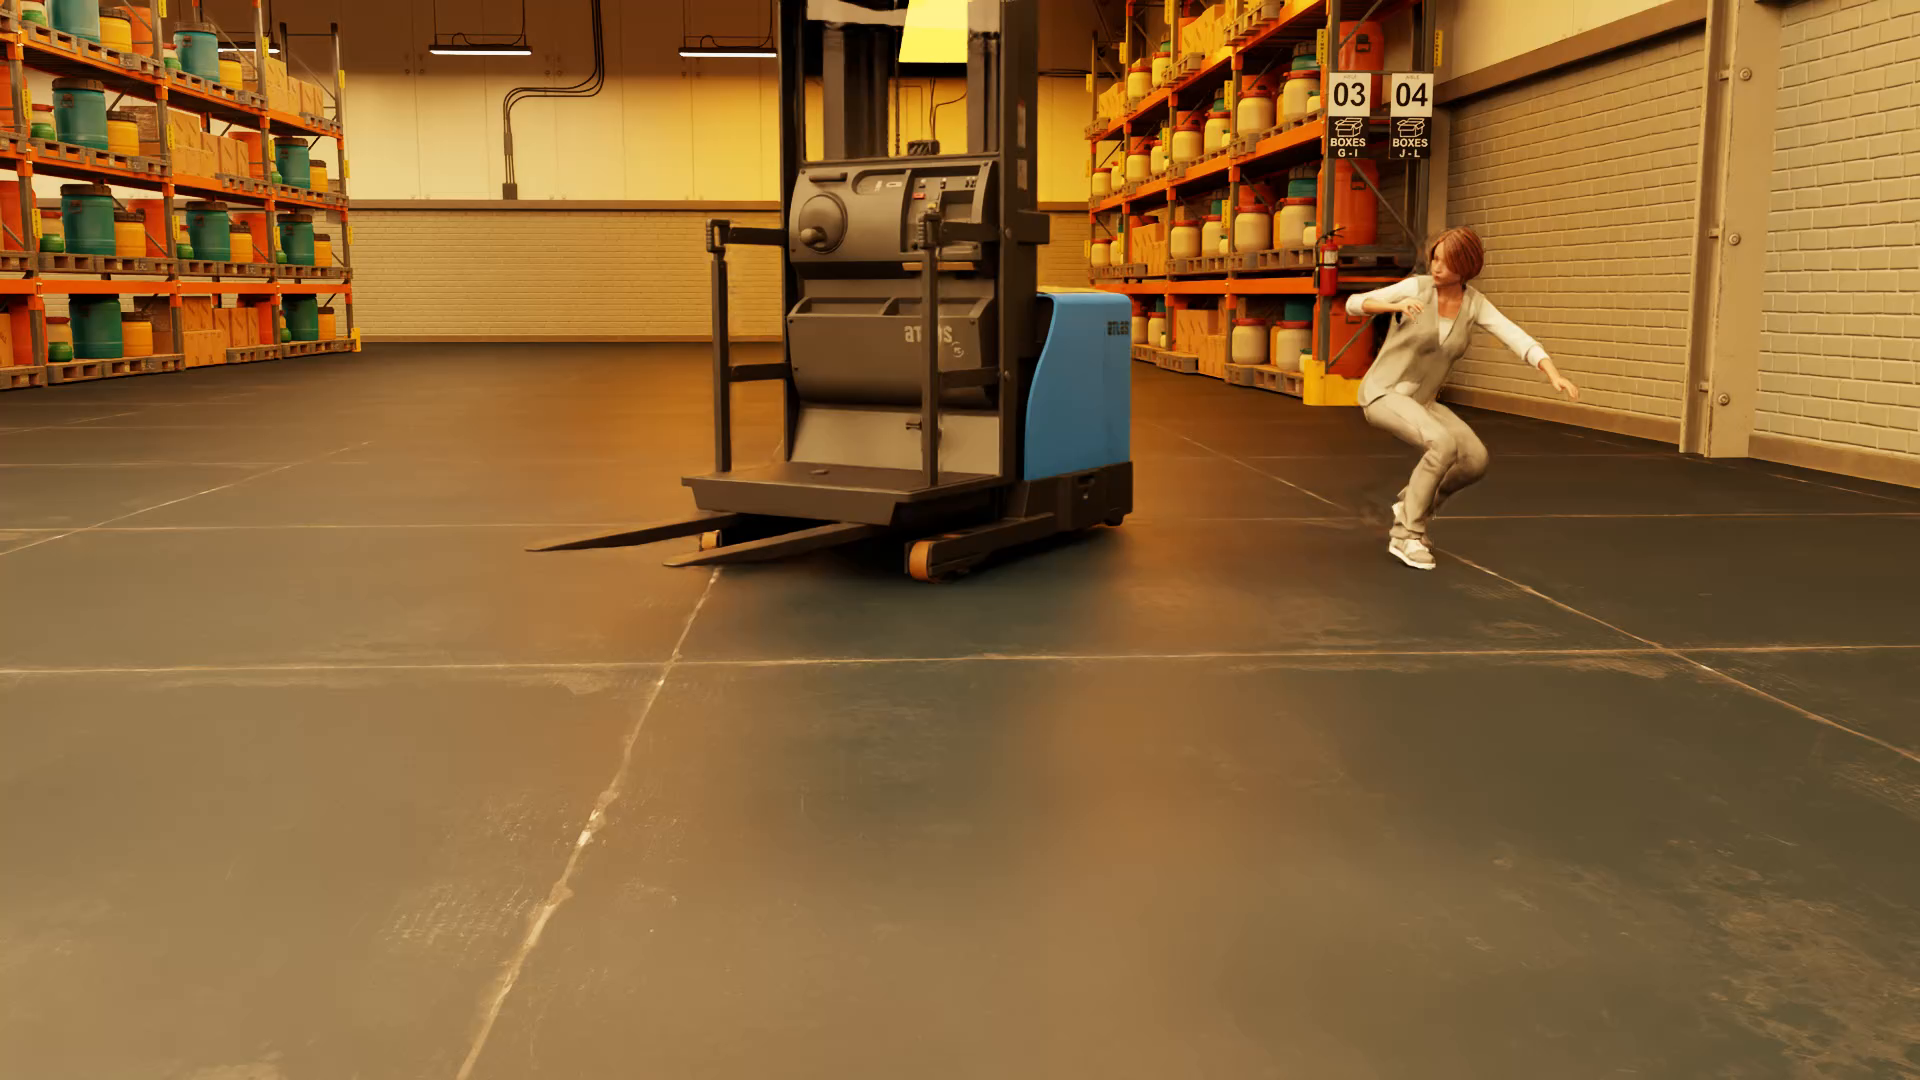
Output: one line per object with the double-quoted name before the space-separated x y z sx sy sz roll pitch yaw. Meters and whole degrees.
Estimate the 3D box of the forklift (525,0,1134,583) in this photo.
"forklift" -0.396 -1.365 6.521 1.130 2.935 3.031 5 10 31

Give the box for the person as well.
"person" 1.917 -0.558 6.566 0.680 1.324 0.881 -4 9 -26
